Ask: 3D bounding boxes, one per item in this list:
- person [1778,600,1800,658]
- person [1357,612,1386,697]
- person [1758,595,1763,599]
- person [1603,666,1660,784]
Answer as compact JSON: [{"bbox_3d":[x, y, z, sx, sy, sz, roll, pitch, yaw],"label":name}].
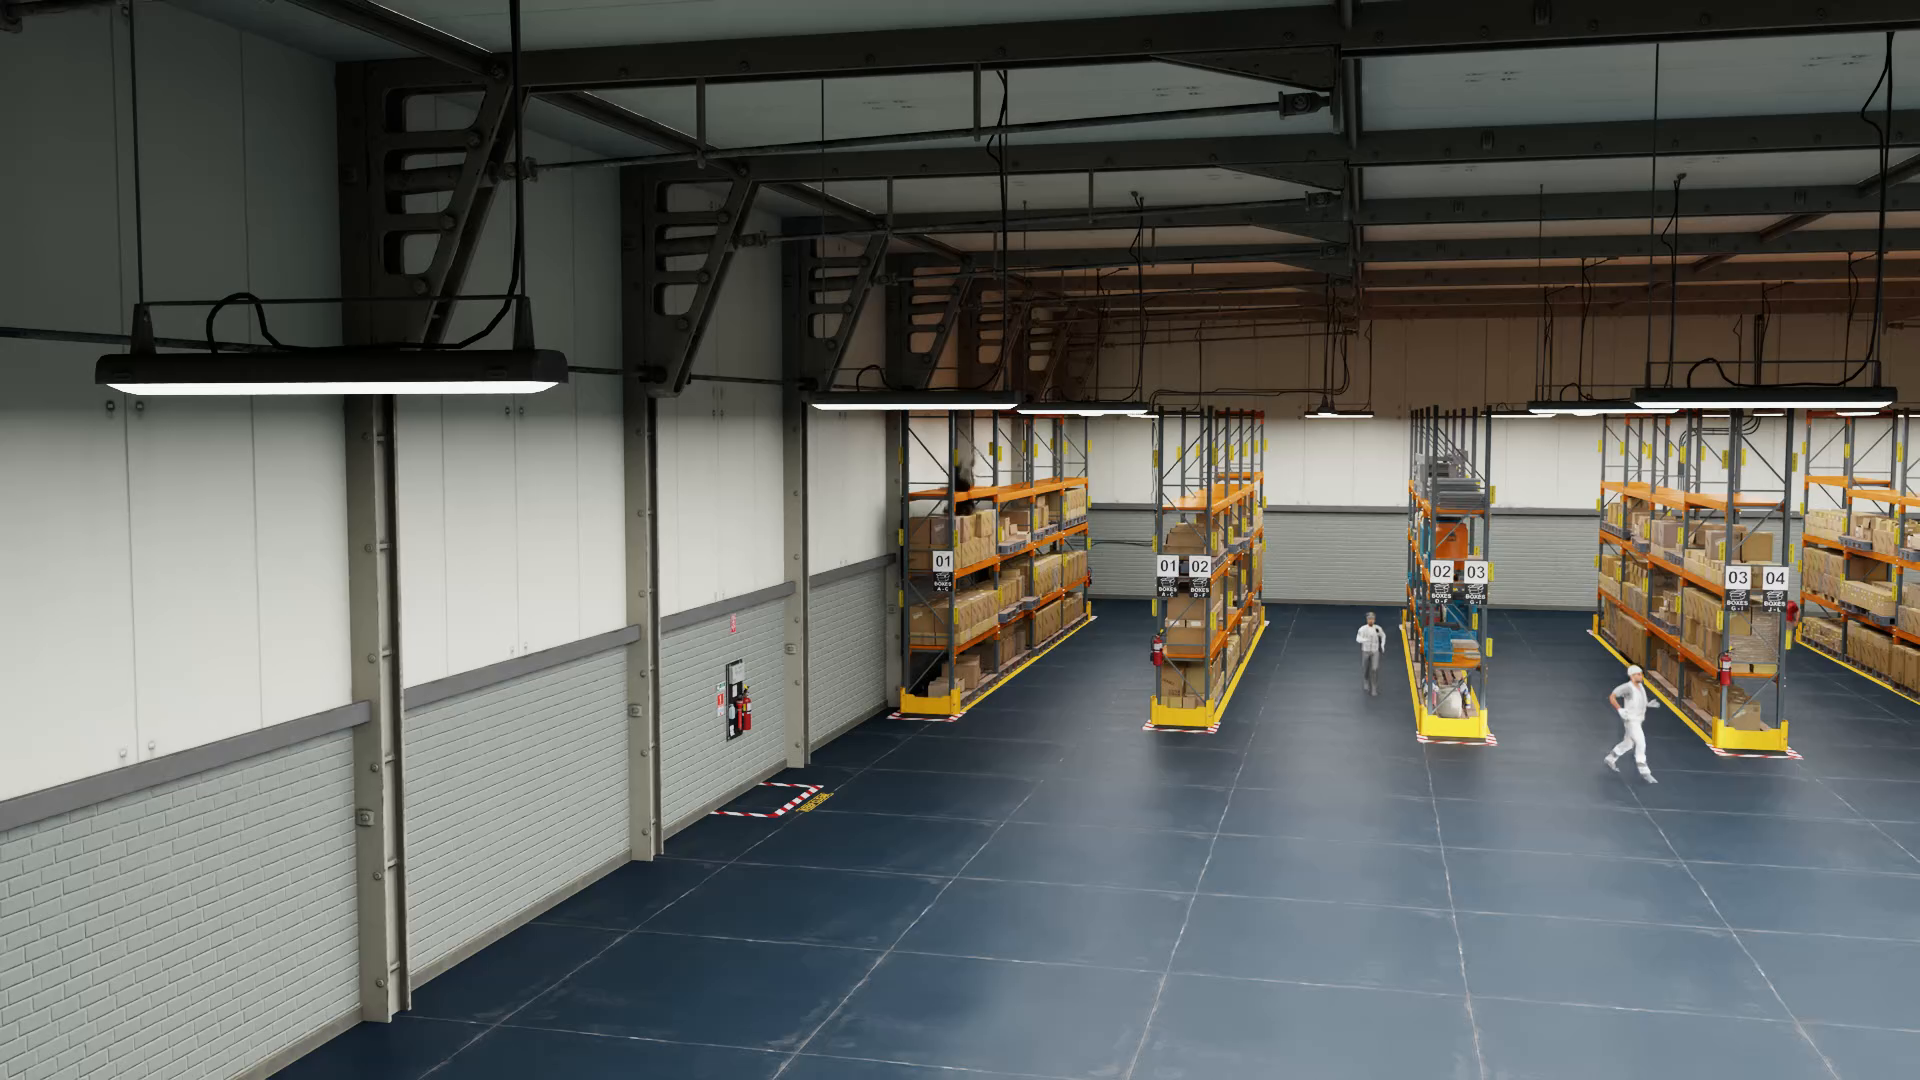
[{"bbox_3d":[19.601,2.052,39.553,0.666,1.694,0.550,2,4,22],"label":"person"},{"bbox_3d":[8.602,2.369,34.814,0.590,1.736,0.824,1,4,14],"label":"person"},{"bbox_3d":[19.993,1.895,41.008,0.675,1.804,0.851,2,4,23],"label":"person"},{"bbox_3d":[10.740,2.910,26.561,0.646,1.822,0.933,-4,6,-44],"label":"person"}]
